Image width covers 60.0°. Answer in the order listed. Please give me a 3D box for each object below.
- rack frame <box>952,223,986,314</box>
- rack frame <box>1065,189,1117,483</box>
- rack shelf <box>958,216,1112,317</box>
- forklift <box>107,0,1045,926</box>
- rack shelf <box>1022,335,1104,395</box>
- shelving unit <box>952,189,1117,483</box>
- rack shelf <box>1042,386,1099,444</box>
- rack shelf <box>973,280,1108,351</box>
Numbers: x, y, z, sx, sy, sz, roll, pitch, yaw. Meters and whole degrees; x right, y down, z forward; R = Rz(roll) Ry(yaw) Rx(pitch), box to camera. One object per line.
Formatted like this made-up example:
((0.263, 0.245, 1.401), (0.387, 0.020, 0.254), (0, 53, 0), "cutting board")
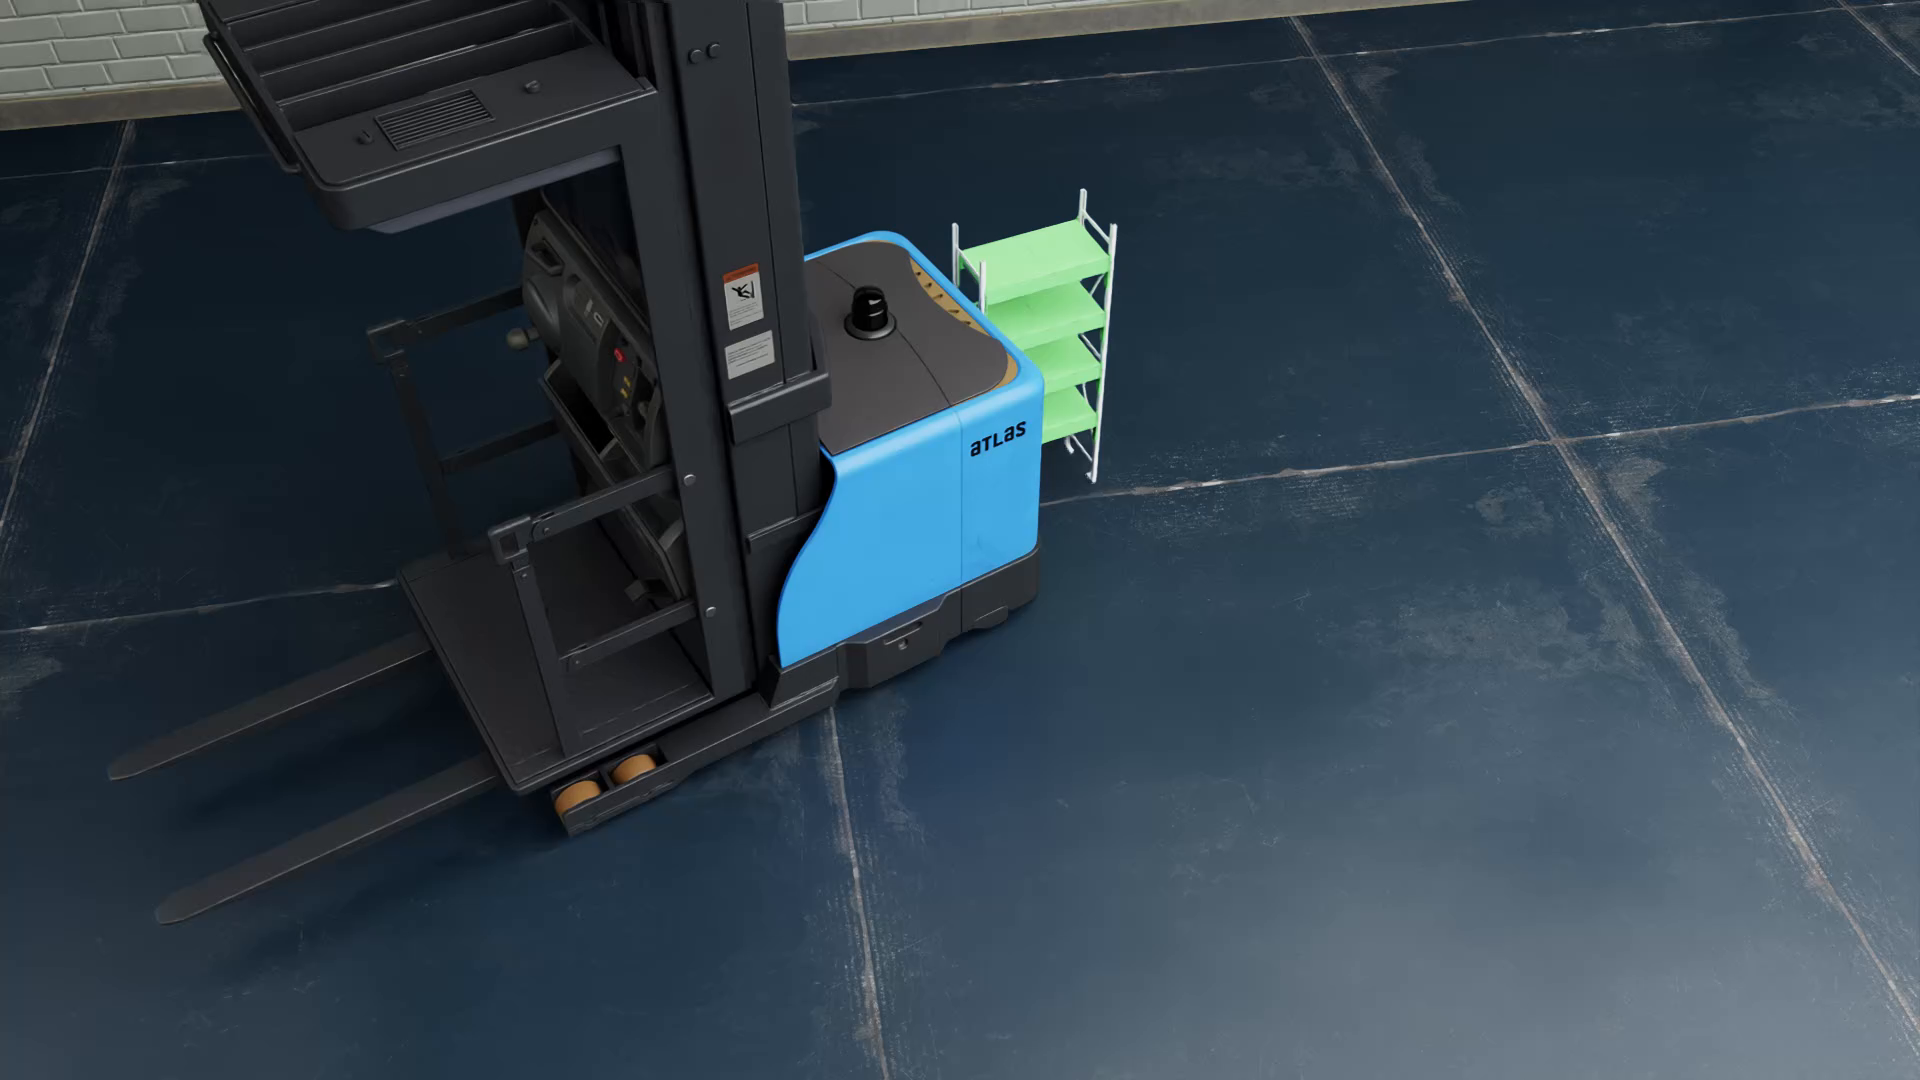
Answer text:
((0.029, -0.573, 5.969), (0.015, 1.200, 0.240), (-18, 49, -17), "rack frame")
((0.473, -0.719, 6.110), (0.015, 1.200, 0.240), (-18, 49, -17), "rack frame")
((0.251, -0.935, 5.740), (0.480, 0.148, 0.258), (-18, 49, -17), "rack shelf")
((-1.236, -0.521, 4.716), (3.031, 2.935, 1.130), (-24, 51, -22), "forklift")
((0.251, -0.602, 6.085), (0.480, 0.148, 0.258), (-18, 49, -17), "rack shelf")
((0.251, -0.646, 6.039), (0.503, 1.200, 0.258), (-18, 49, -17), "shelving unit")
((0.251, -0.435, 6.258), (0.480, 0.148, 0.258), (-18, 49, -17), "rack shelf")
((0.251, -0.768, 5.912), (0.480, 0.148, 0.258), (-18, 49, -17), "rack shelf")
